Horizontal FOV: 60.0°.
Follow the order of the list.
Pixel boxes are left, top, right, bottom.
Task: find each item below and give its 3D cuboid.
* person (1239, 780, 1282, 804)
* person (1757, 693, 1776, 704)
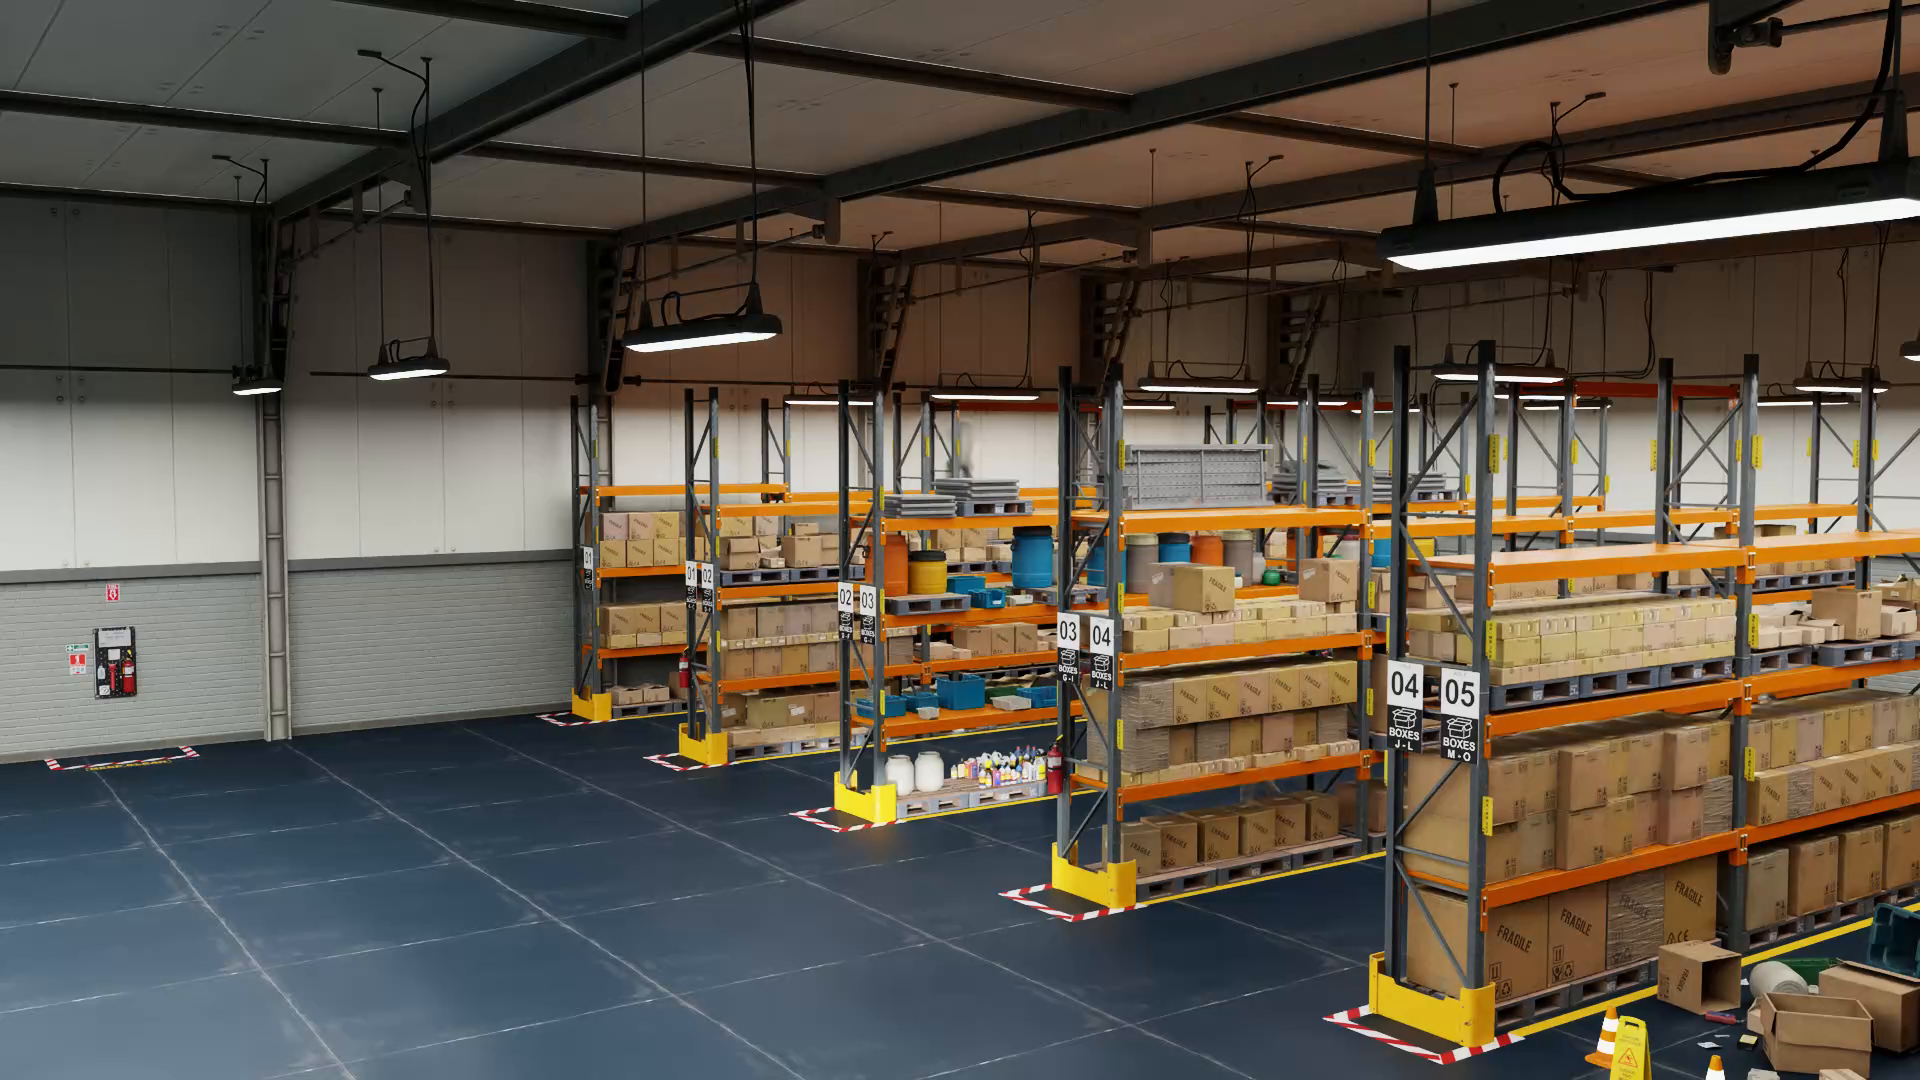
[{"bbox_3d":[4.079,3.002,22.748,1.018,1.718,0.707,-2,4,-33],"label":"person"},{"bbox_3d":[11.281,2.929,23.335,0.724,1.654,0.625,-3,5,-40],"label":"person"}]
